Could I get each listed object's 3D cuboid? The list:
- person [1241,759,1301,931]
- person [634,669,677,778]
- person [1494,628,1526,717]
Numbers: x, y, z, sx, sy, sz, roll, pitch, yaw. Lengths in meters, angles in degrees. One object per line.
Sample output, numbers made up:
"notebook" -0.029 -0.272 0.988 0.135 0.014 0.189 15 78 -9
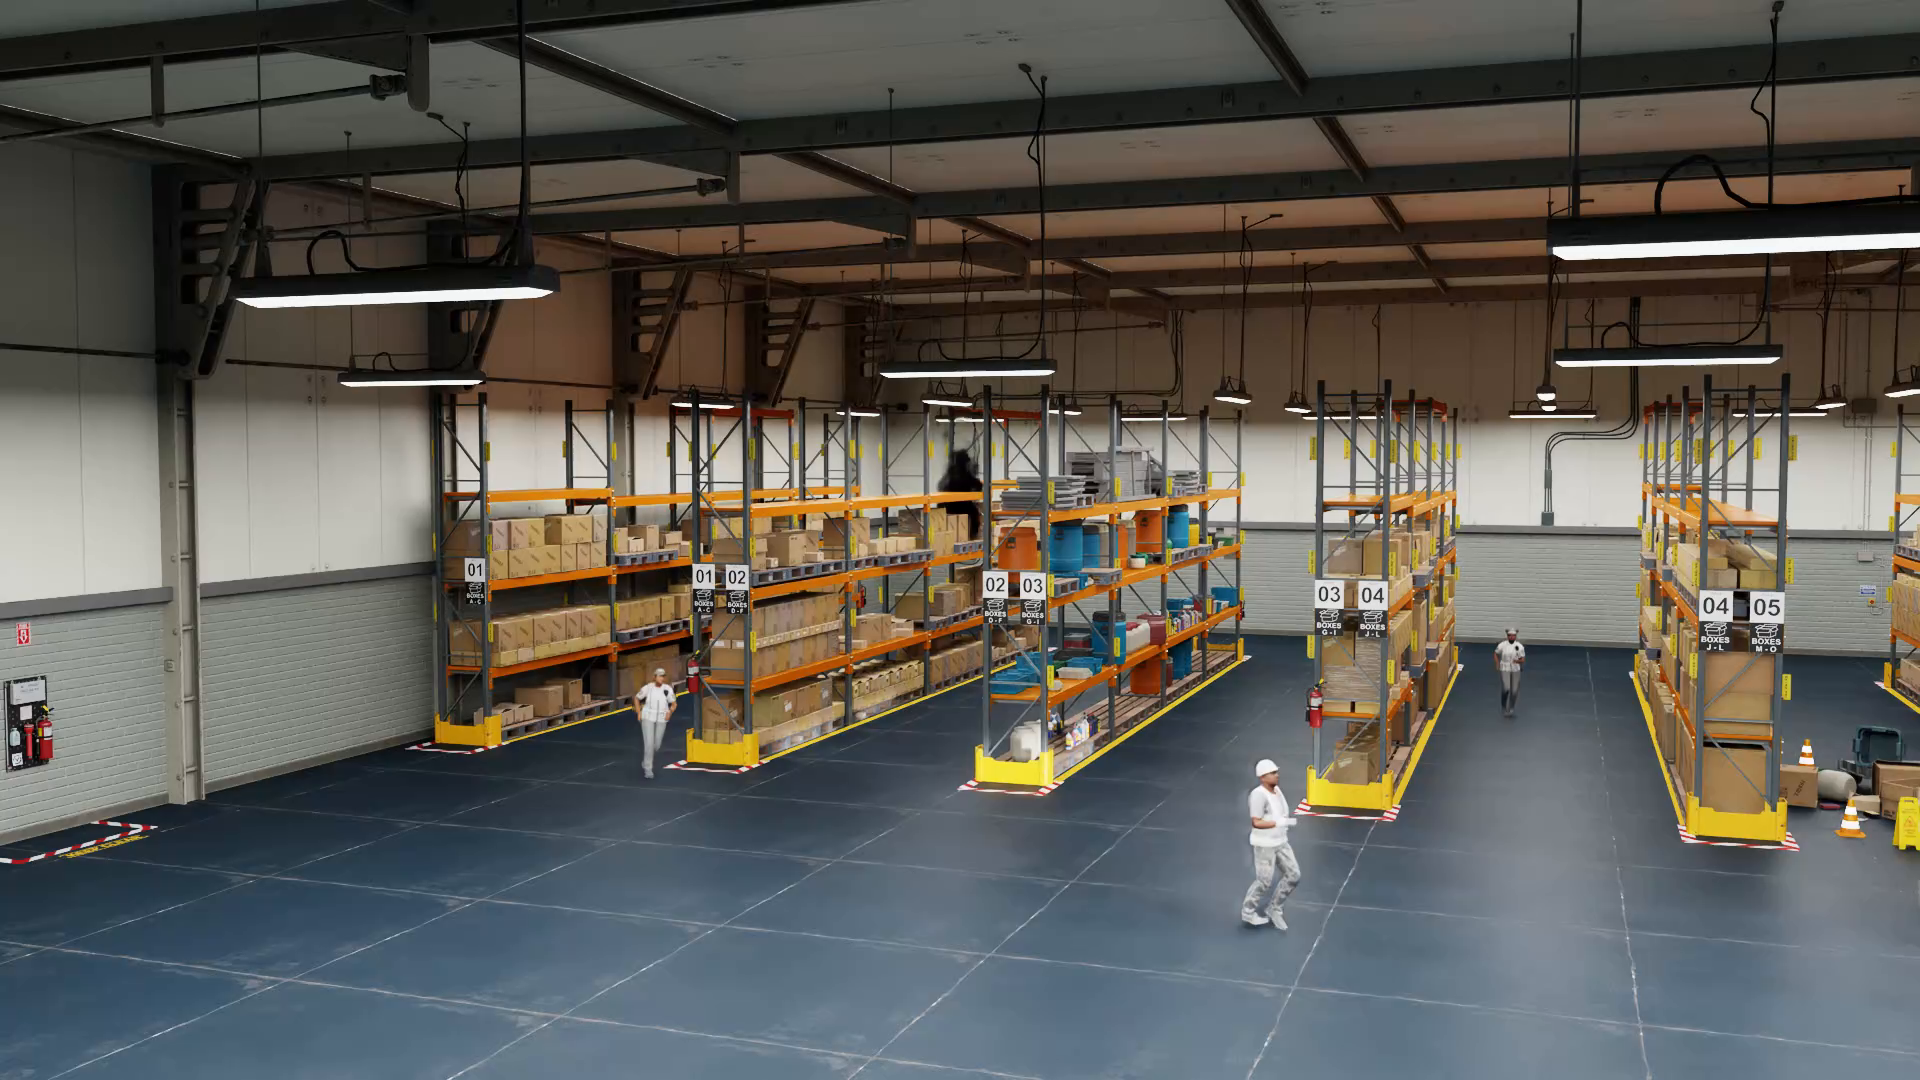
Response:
"person" 3.266 3.192 17.330 0.685 1.807 0.659 3 4 40
"person" -4.727 2.823 25.858 0.641 1.653 0.707 -1 3 -23
"person" 10.363 2.493 31.328 0.546 1.690 0.666 1 3 11
